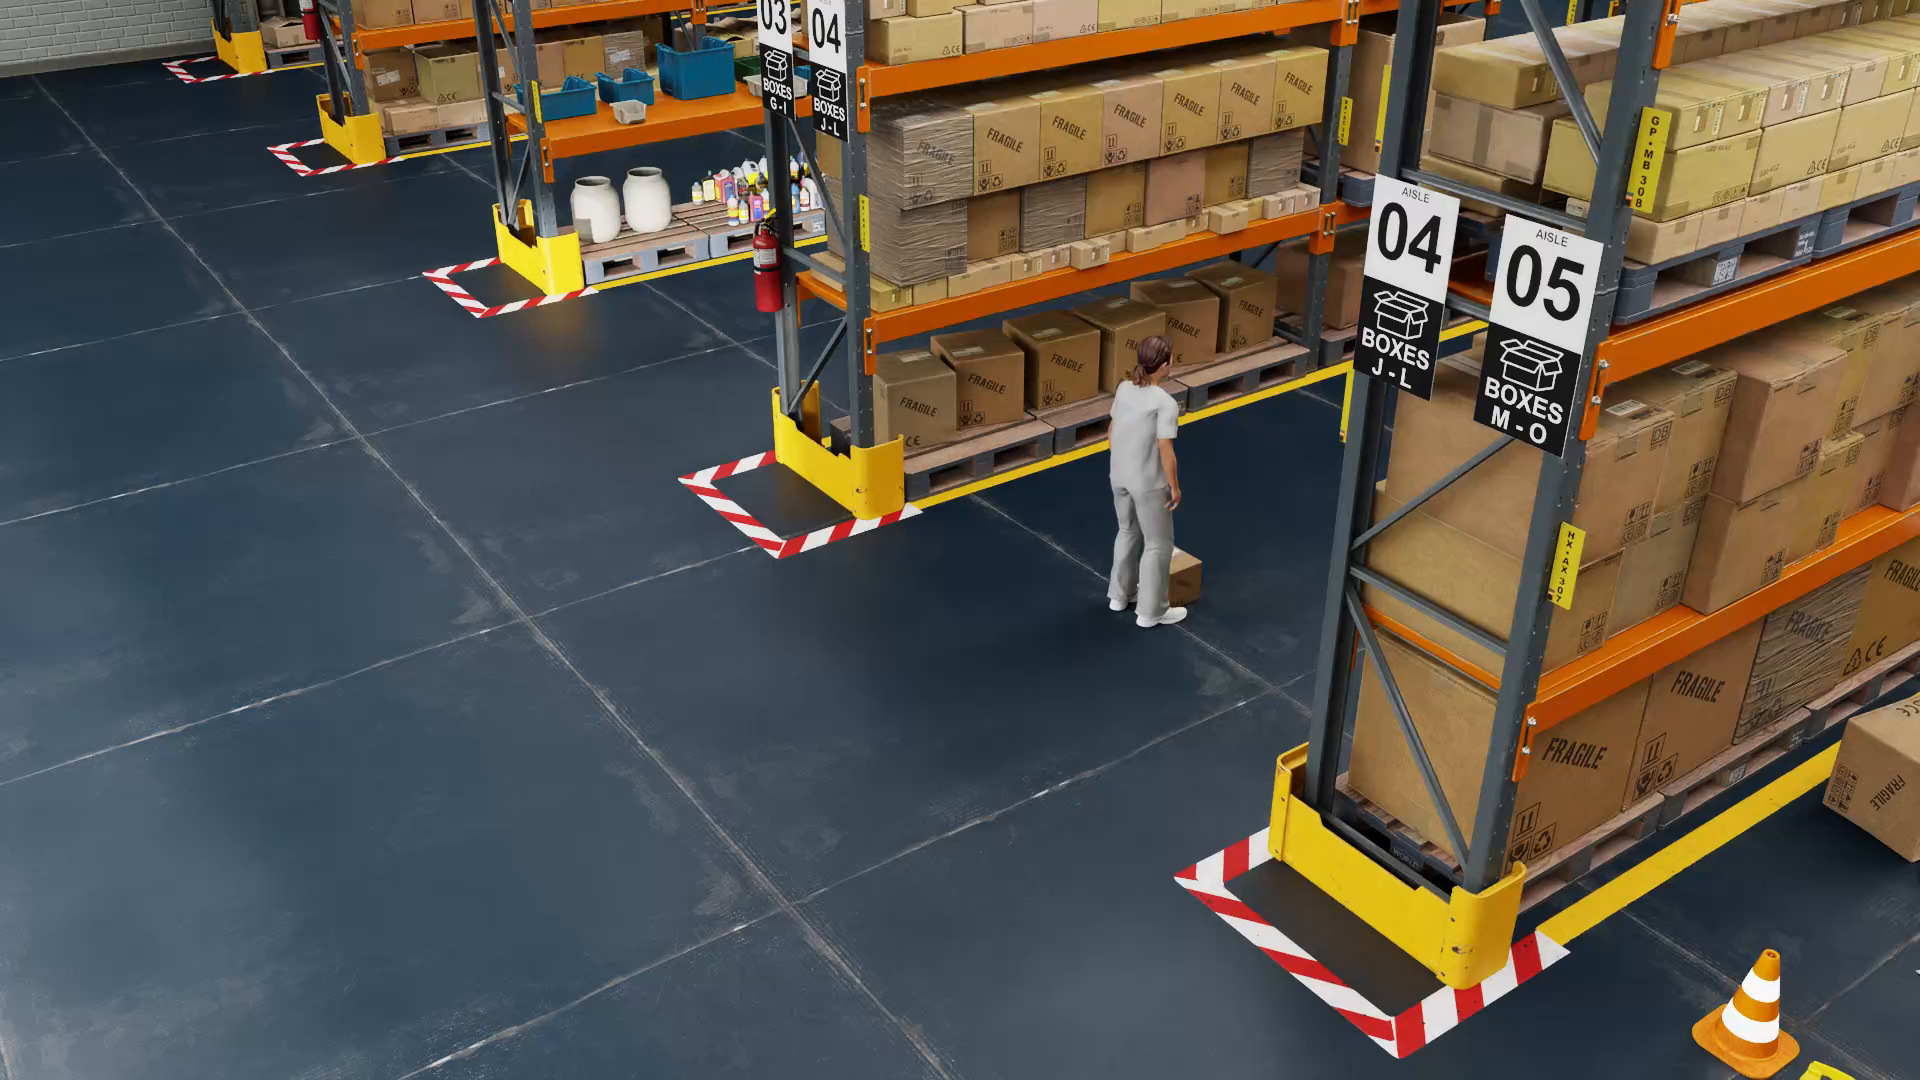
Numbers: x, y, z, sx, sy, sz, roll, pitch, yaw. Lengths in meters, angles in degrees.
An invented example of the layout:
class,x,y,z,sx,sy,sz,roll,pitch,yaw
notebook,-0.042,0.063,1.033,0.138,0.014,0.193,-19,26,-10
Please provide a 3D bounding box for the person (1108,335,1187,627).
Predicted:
class,x,y,z,sx,sy,sz,roll,pitch,yaw
person,1.028,-0.330,9.230,0.361,1.671,0.513,-21,35,-34
